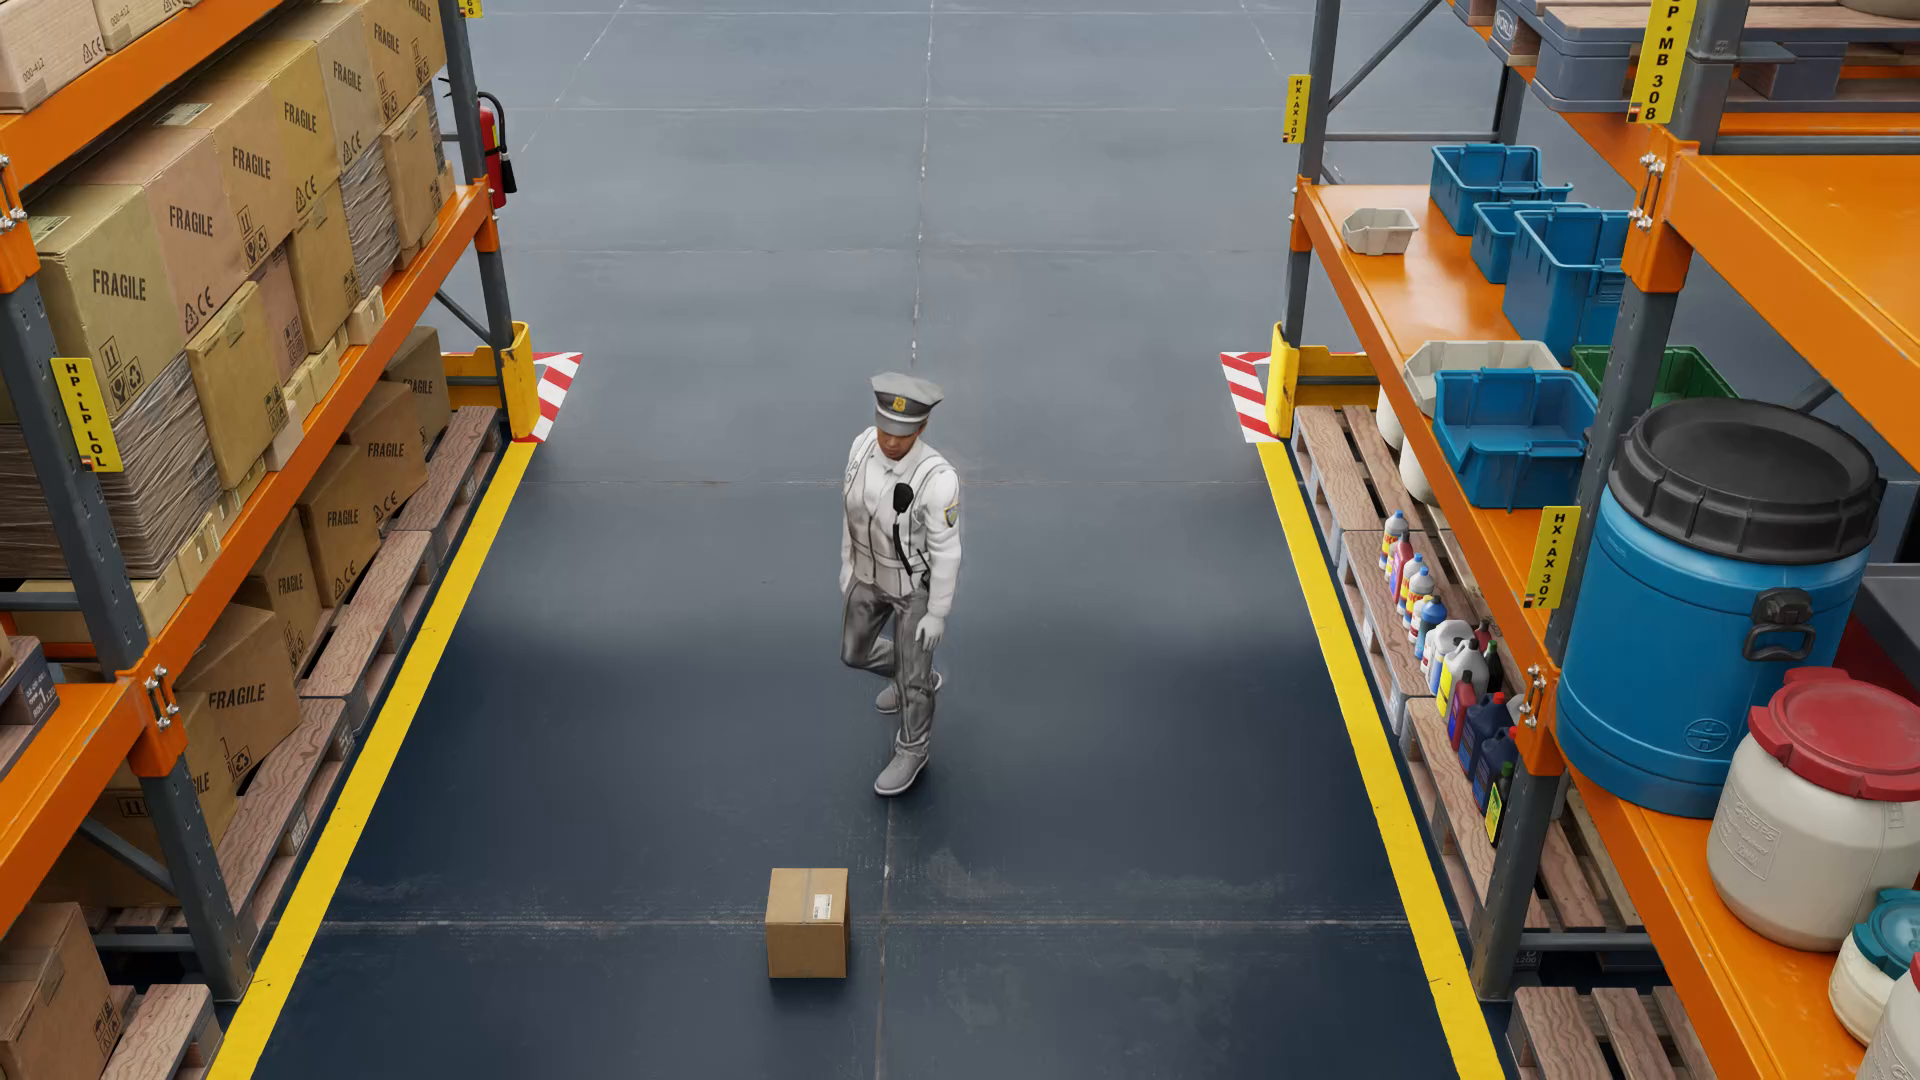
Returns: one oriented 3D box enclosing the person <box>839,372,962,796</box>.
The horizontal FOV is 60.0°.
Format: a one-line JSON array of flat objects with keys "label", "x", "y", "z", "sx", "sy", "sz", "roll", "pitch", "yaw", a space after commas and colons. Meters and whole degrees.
[{"label": "person", "x": -0.171, "y": 0.122, "z": 5.911, "sx": 0.539, "sy": 1.667, "sz": 0.516, "roll": 23, "pitch": 39, "yaw": 33}]
